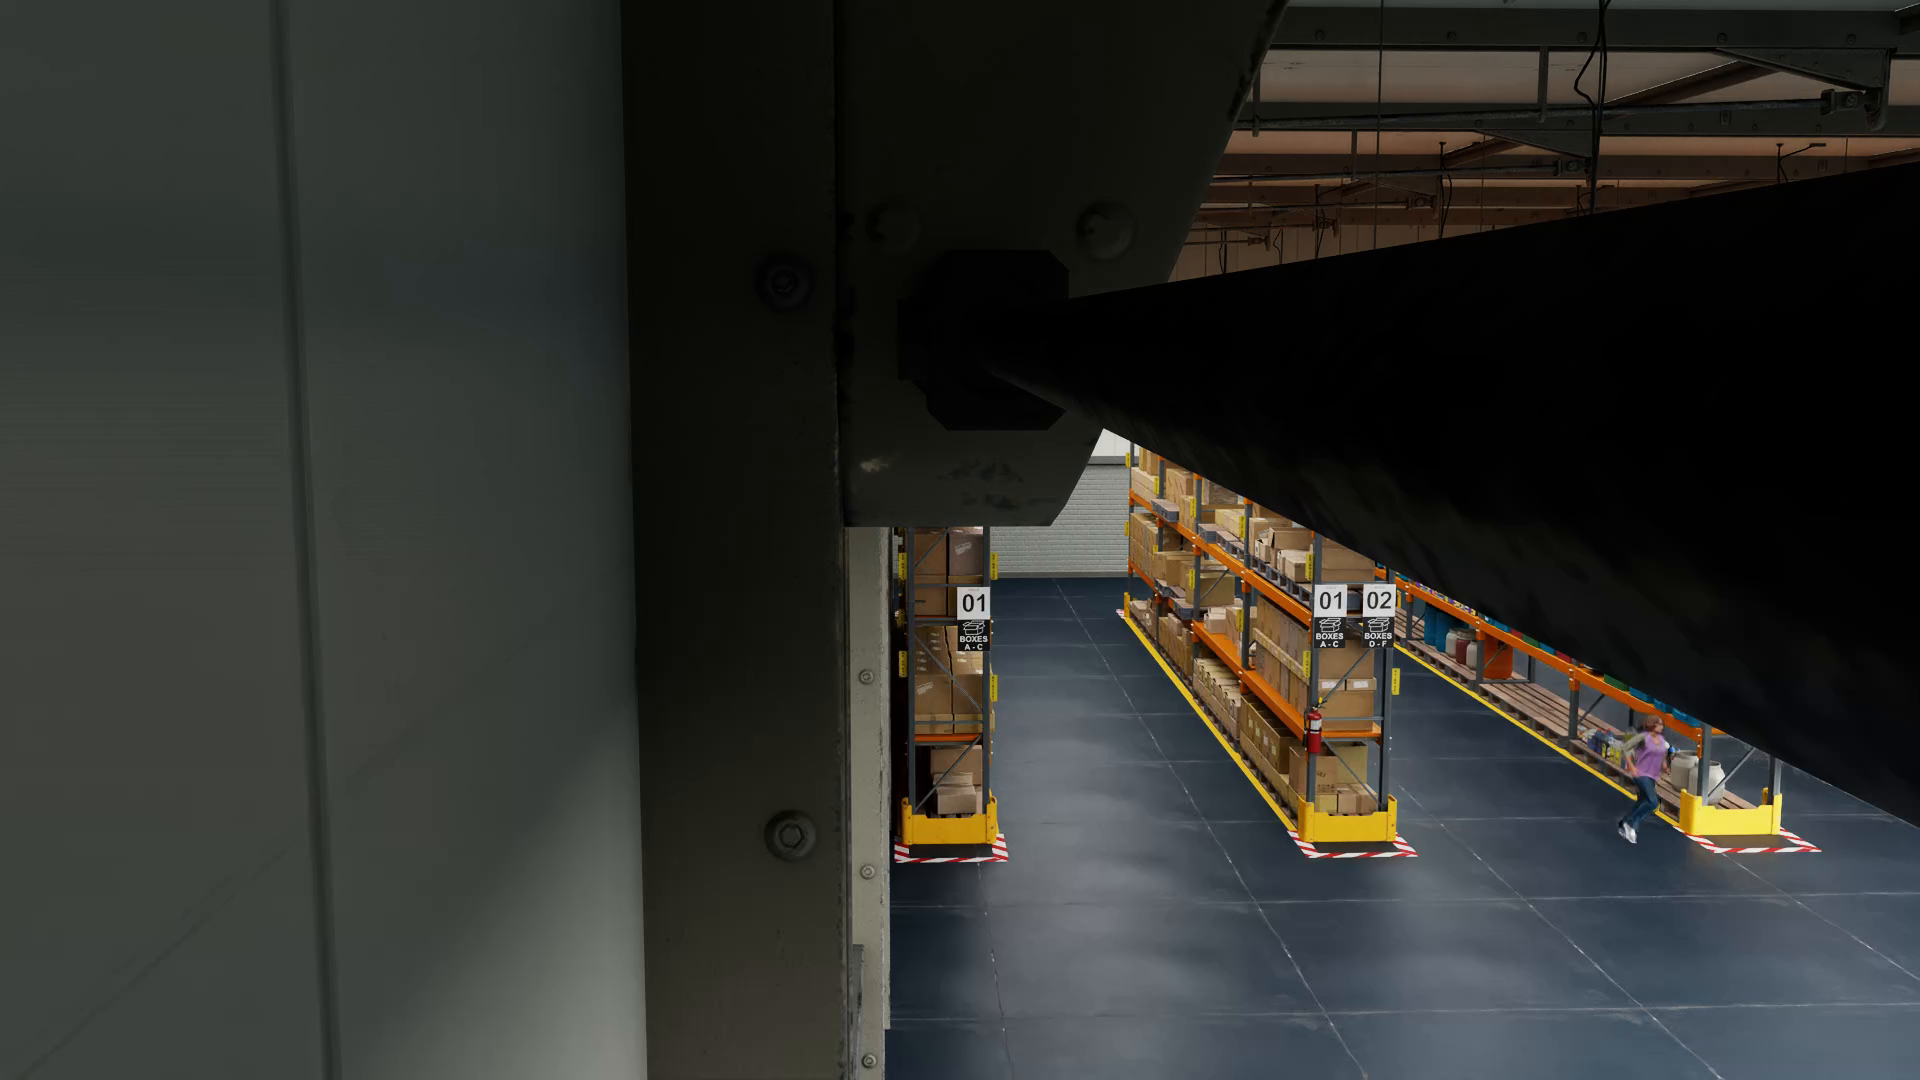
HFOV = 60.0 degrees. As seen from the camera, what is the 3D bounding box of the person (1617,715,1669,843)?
[{"bbox_3d":[8.470,2.936,20.519,0.574,1.559,0.579,-5,9,-32],"label":"person"}]
